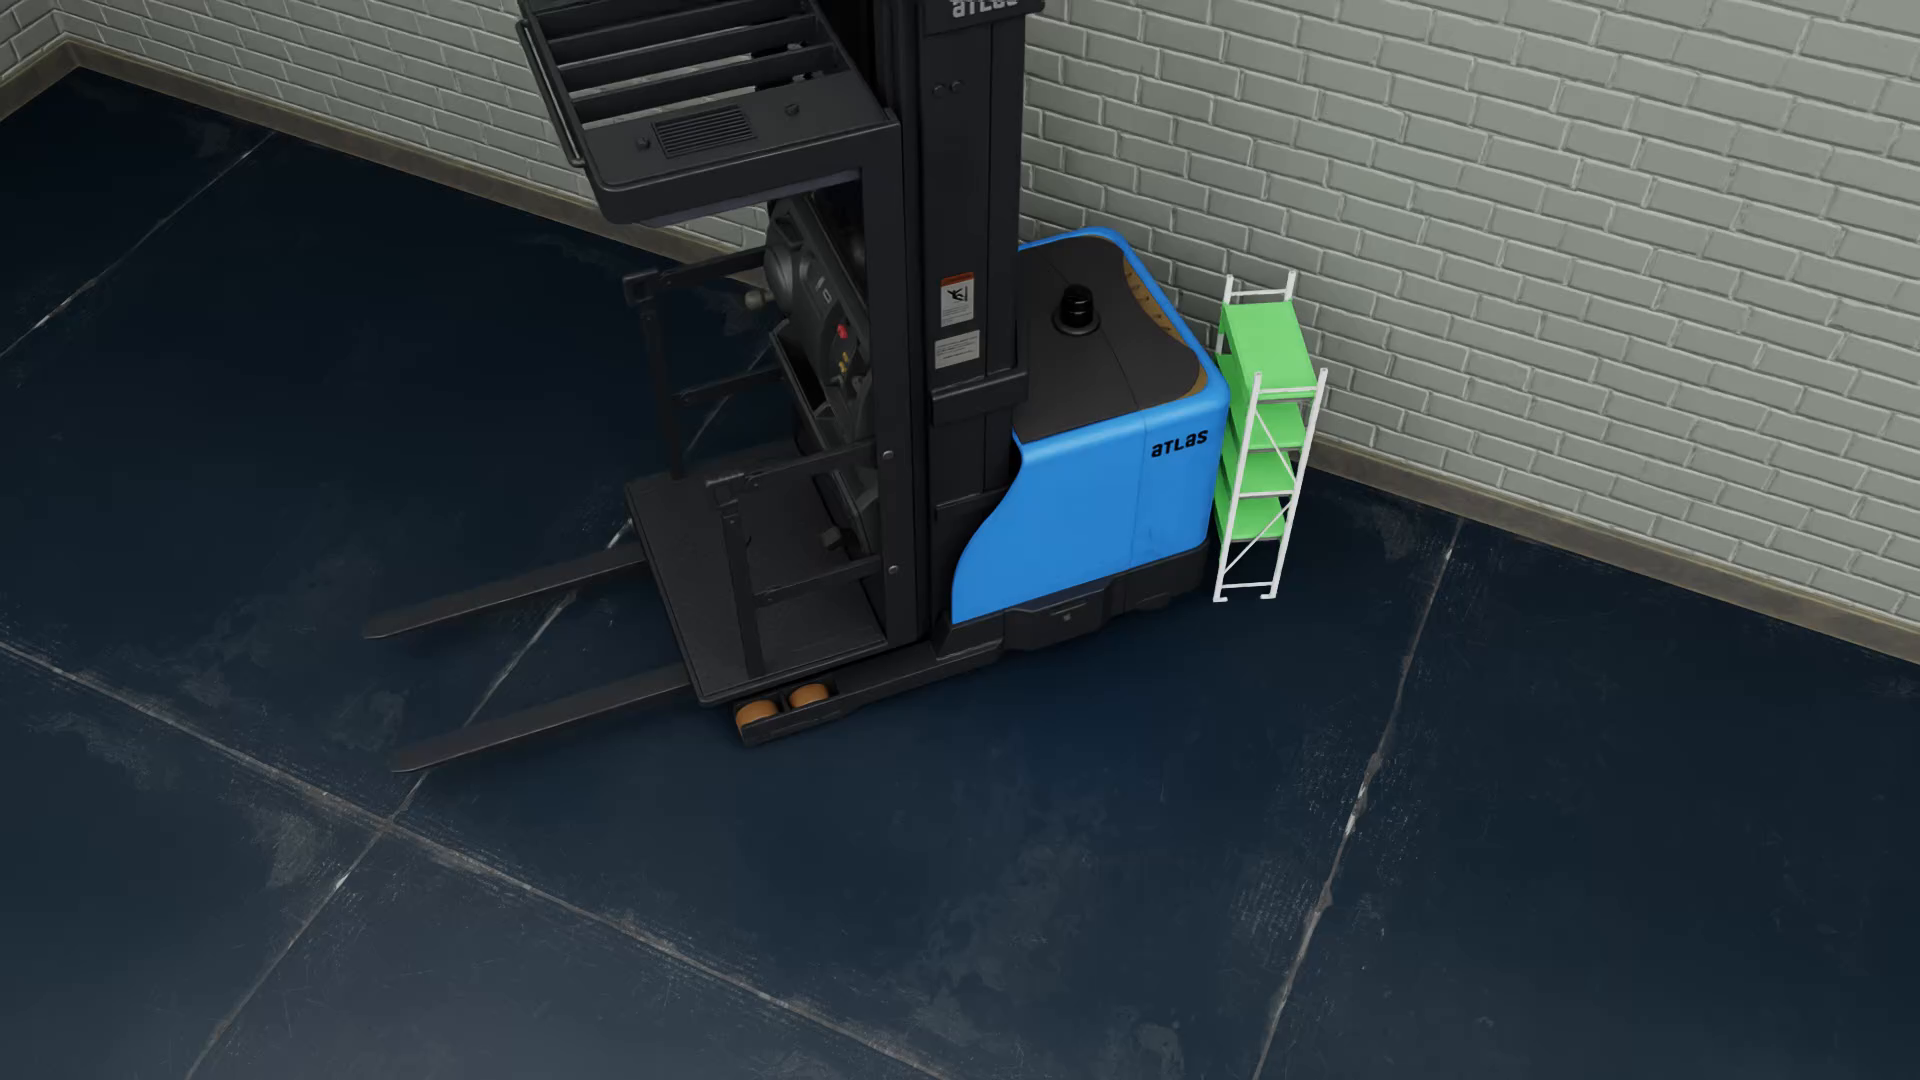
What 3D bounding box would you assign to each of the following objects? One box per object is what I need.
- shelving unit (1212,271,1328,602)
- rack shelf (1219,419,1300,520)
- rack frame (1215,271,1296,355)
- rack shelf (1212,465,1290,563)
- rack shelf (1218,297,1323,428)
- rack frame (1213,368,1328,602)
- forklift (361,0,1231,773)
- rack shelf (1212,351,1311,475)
[{"bbox_3d":[1.068,-0.349,6.075,0.258,1.200,0.503,-4,50,-3],"label":"shelving unit"},{"bbox_3d":[1.068,-0.308,6.123,0.258,0.148,0.480,-4,50,-3],"label":"rack shelf"},{"bbox_3d":[1.047,-0.535,6.232,0.240,1.200,0.015,-4,50,-3],"label":"rack frame"},{"bbox_3d":[1.068,-0.152,6.306,0.258,0.148,0.480,-4,50,-3],"label":"rack shelf"},{"bbox_3d":[1.068,-0.619,5.758,0.258,0.148,0.480,-4,50,-3],"label":"rack shelf"},{"bbox_3d":[1.089,-0.164,5.917,0.240,1.200,0.015,-4,50,-3],"label":"rack frame"},{"bbox_3d":[-0.636,-0.682,5.221,3.031,2.935,1.130,-17,52,-14],"label":"forklift"},{"bbox_3d":[1.068,-0.464,5.940,0.258,0.148,0.480,-4,50,-3],"label":"rack shelf"}]
